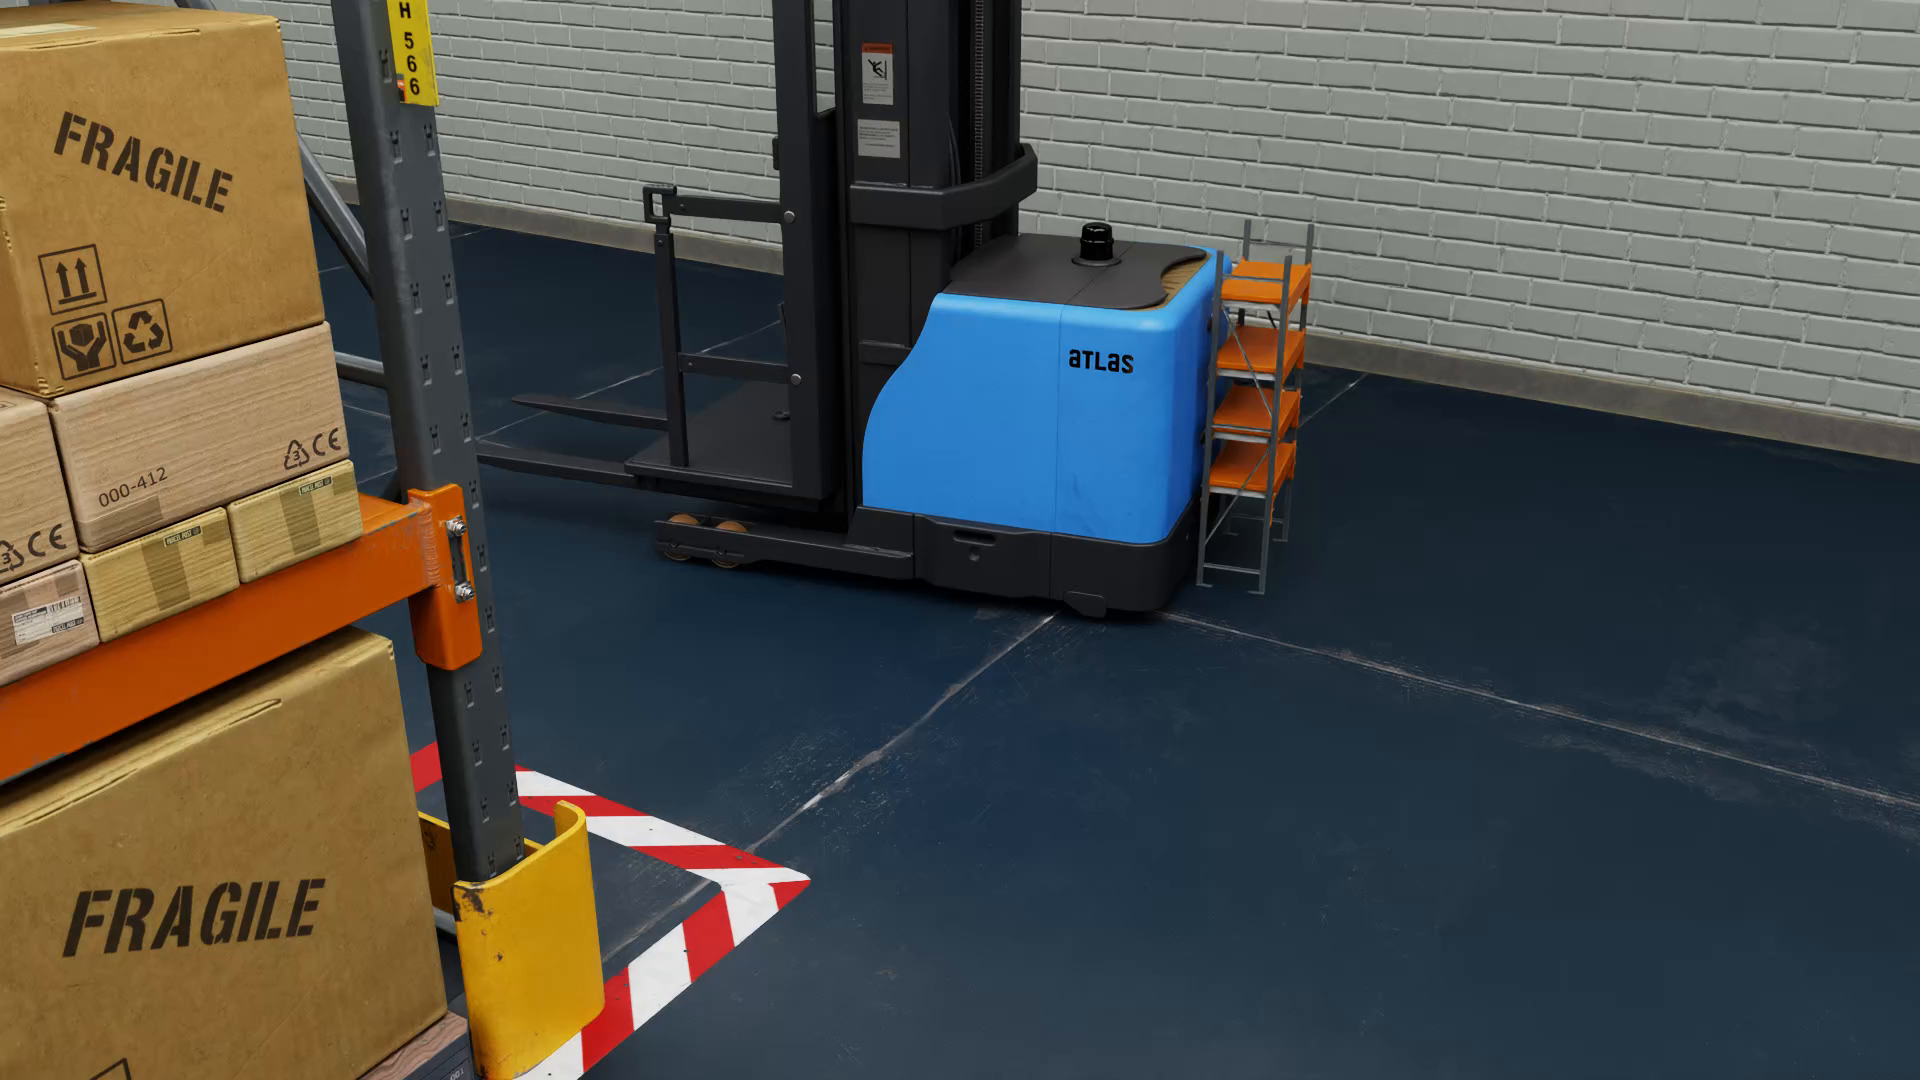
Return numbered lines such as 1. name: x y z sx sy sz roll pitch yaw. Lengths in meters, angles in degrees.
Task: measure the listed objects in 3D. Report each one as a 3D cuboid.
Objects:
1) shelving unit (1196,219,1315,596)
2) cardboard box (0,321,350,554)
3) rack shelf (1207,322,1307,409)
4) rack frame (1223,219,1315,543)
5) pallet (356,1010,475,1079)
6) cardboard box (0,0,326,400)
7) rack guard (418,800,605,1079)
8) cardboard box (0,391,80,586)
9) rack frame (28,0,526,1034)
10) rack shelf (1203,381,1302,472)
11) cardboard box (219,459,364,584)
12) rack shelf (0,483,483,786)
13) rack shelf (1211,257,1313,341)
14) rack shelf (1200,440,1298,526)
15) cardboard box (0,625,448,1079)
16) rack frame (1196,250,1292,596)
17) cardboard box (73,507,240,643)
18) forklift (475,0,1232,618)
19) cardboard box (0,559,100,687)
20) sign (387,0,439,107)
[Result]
1. shelving unit: 1.031 -0.466 5.816 0.258 1.200 0.503 8 25 18
2. cardboard box: -1.416 -0.226 2.810 0.500 0.250 0.500 13 27 28
3. rack shelf: 1.031 -0.609 5.754 0.258 0.148 0.480 8 25 18
4. rack frame: 1.112 -0.557 6.027 0.240 1.200 0.015 8 25 18
5. pallet: -1.741 1.189 3.239 1.003 0.211 1.213 14 27 29
6. cardboard box: -1.419 -0.570 2.661 0.500 0.500 0.500 14 27 30
7. rack guard: -1.373 0.762 3.861 1.175 0.500 0.348 14 27 29
8. cardboard box: -1.684 -0.055 2.415 0.500 0.250 0.500 13 27 28
9. rack frame: -1.386 -0.377 3.346 1.000 3.000 0.127 14 27 29
10. rack shelf: 1.031 -0.404 5.842 0.258 0.148 0.480 8 25 18
11. cardboard box: -1.294 -0.073 2.959 0.380 0.149 0.250 14 27 30
12. rack shelf: -2.441 0.628 1.930 1.077 0.370 4.000 14 27 29
13. rack shelf: 1.031 -0.826 5.660 0.258 0.148 0.480 8 25 18
14. rack shelf: 1.031 -0.222 5.921 0.258 0.148 0.480 8 25 18
15. cardboard box: -1.655 0.638 3.147 0.875 0.875 0.875 14 27 29
16. rack frame: 0.950 -0.374 5.605 0.240 1.200 0.015 8 25 18
17. cardboard box: -1.429 0.015 2.755 0.380 0.149 0.250 14 27 29
18. forklift: -0.586 -1.430 5.864 3.031 2.935 1.130 8 25 18
19. cardboard box: -1.563 0.100 2.559 0.380 0.149 0.250 14 27 29
20. sign: -0.932 -0.899 2.795 0.100 0.325 0.005 14 27 29
